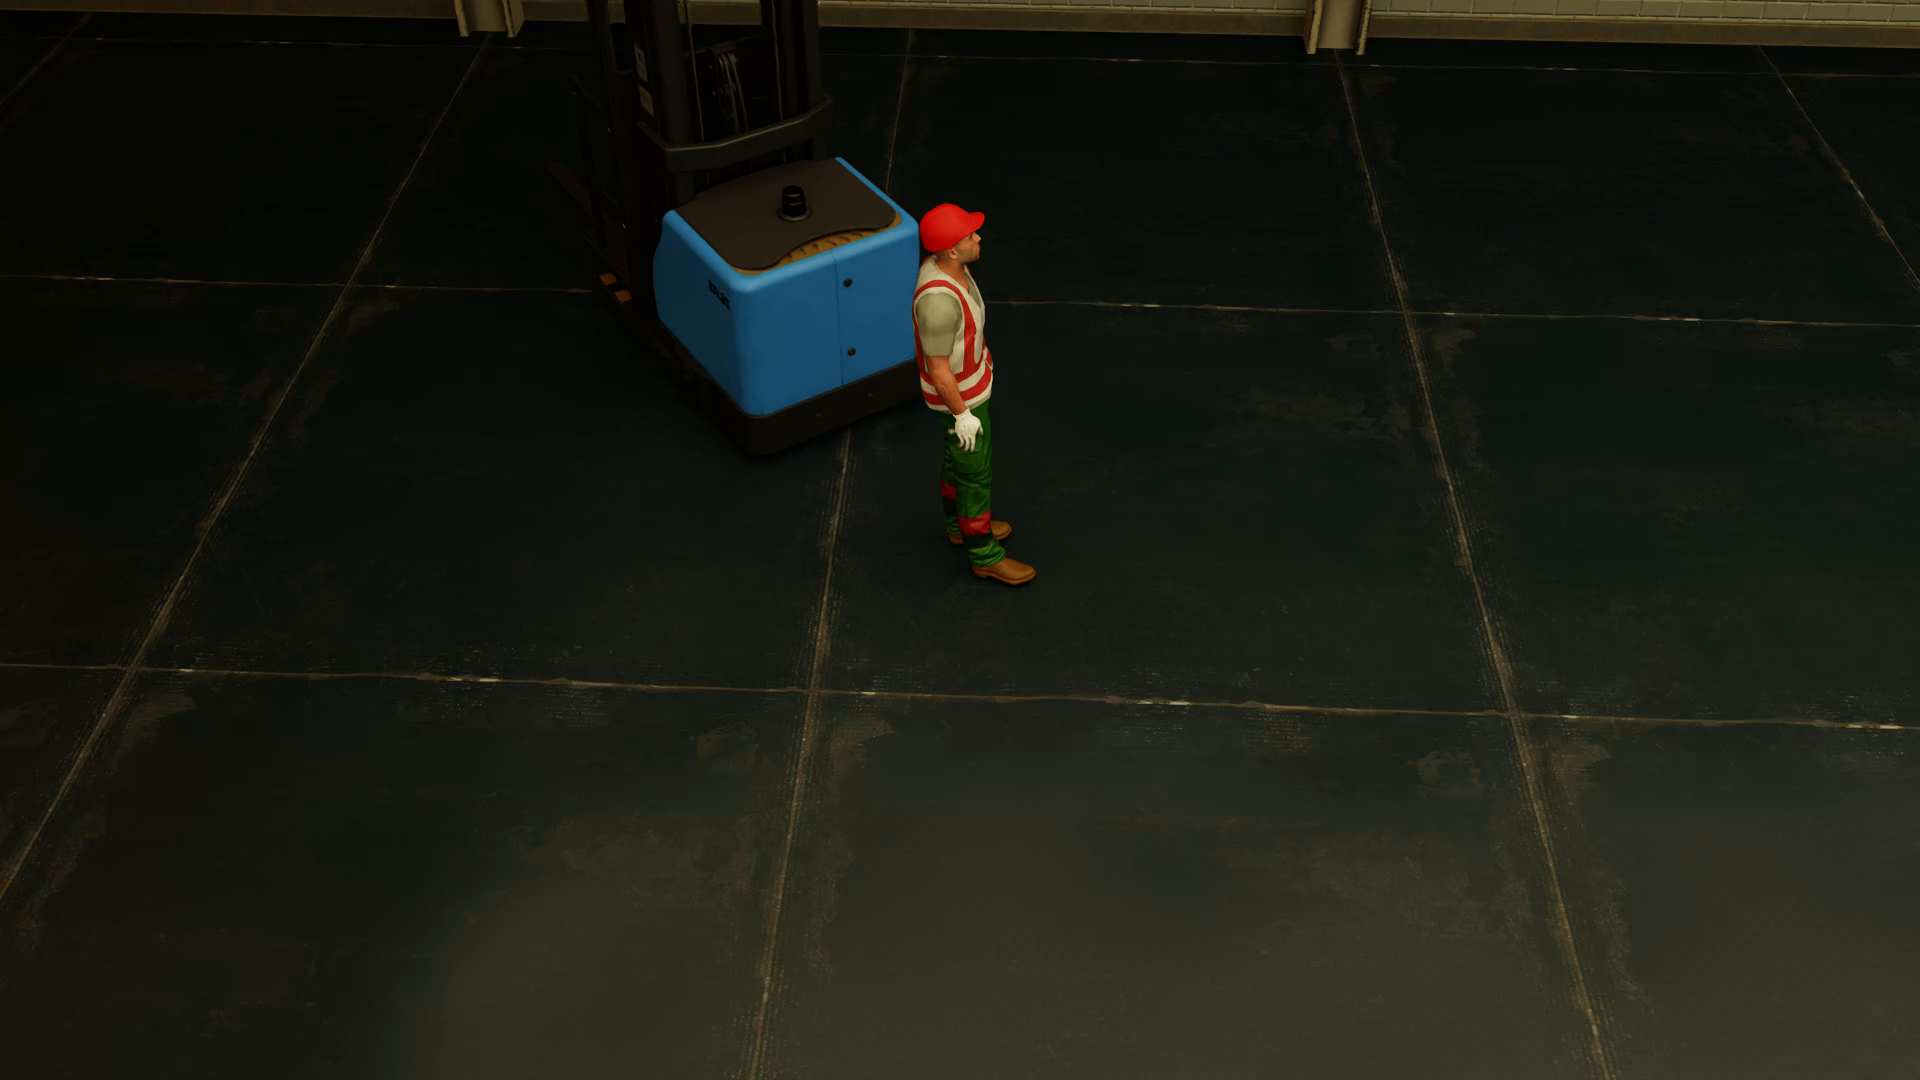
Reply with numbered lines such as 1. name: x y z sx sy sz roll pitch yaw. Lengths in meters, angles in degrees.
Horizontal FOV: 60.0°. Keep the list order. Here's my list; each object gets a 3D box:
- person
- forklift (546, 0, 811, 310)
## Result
1. person: 0.011 -0.659 7.299 0.420 1.691 0.638 2 42 2
2. forklift: -1.403 -2.471 8.449 1.121 2.935 3.031 -24 47 -24
